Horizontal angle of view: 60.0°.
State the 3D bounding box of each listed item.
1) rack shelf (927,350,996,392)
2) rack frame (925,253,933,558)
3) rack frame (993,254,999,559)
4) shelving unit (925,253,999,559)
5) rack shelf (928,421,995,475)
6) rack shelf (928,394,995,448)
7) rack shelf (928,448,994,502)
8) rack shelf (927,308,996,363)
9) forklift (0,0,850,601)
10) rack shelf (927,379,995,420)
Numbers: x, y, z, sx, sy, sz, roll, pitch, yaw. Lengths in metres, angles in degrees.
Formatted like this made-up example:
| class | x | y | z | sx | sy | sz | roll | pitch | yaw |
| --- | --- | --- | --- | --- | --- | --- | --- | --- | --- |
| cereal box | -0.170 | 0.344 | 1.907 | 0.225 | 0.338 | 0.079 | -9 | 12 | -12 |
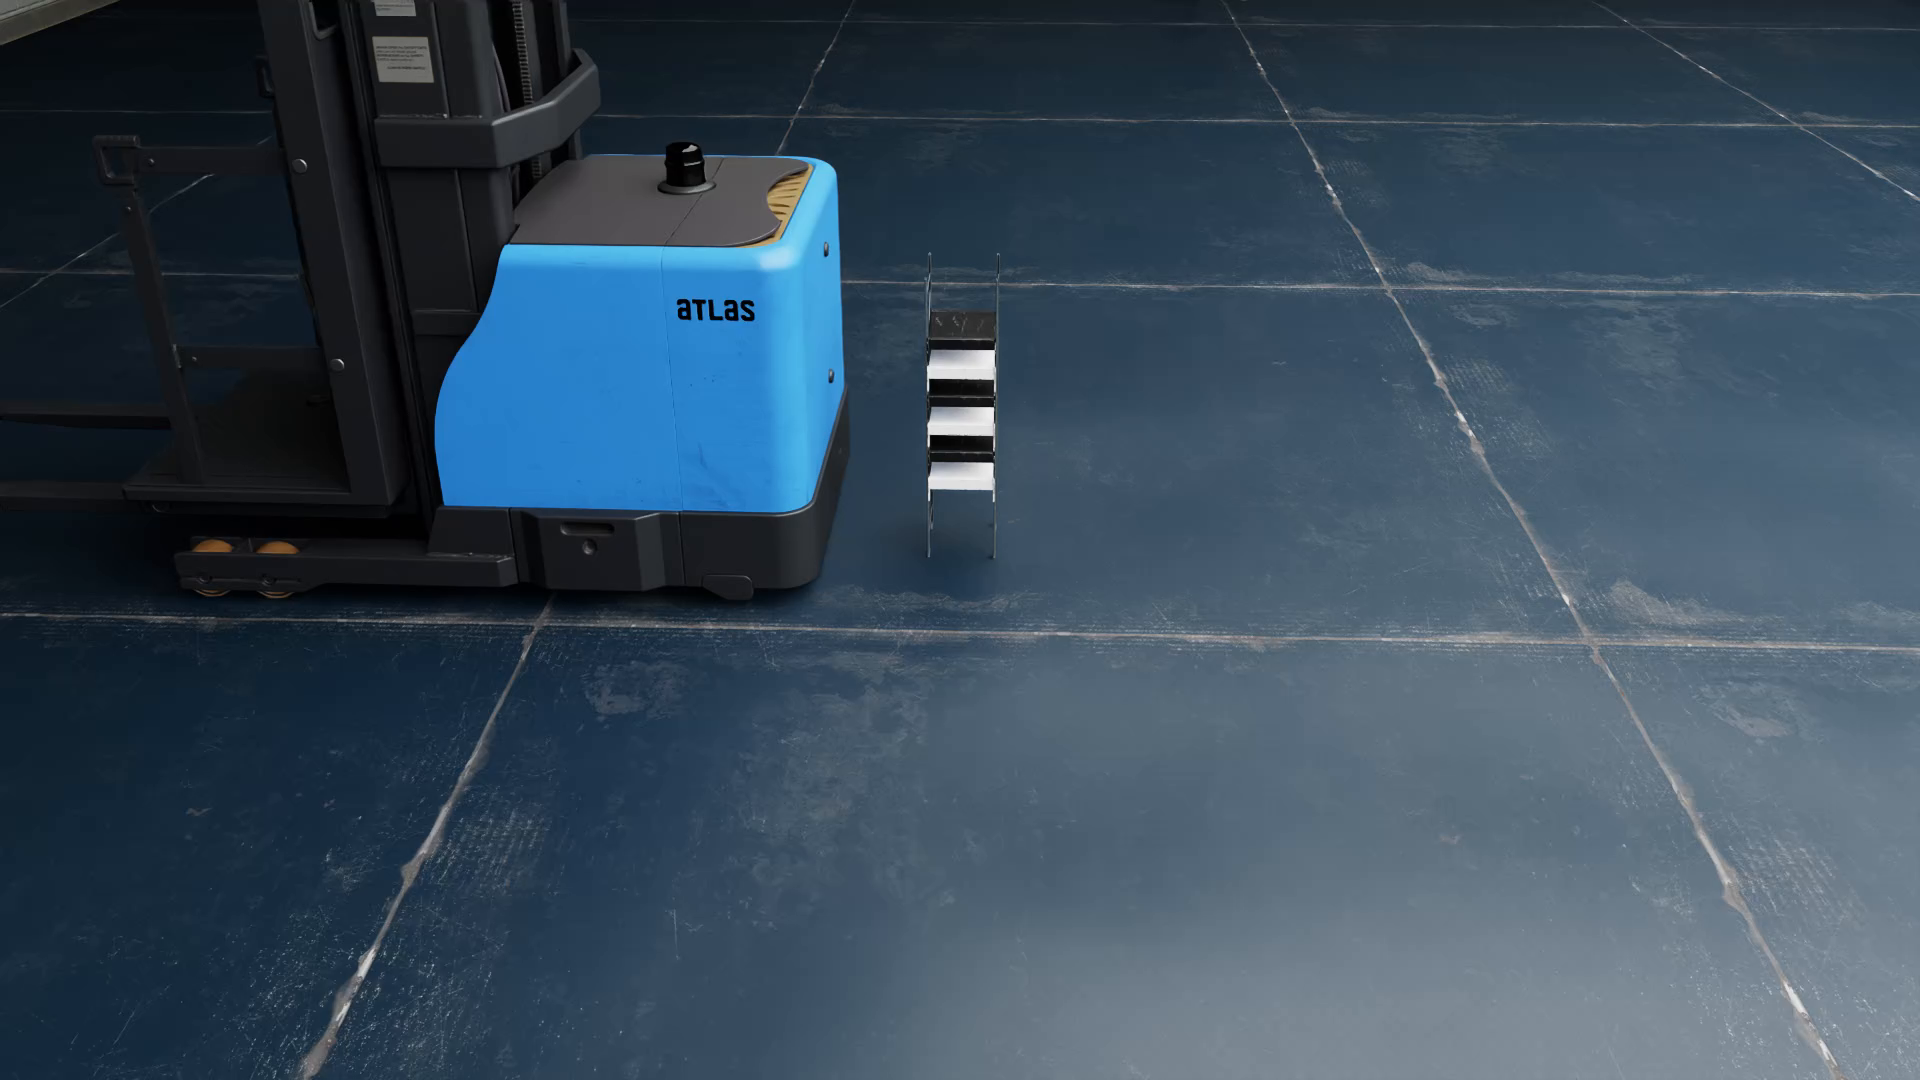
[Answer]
| class | x | y | z | sx | sy | sz | roll | pitch | yaw |
| --- | --- | --- | --- | --- | --- | --- | --- | --- | --- |
| rack shelf | 0.008 | -0.527 | 4.970 | 0.200 | 0.077 | 0.258 | 1 | 28 | 2 |
| rack frame | -0.093 | -0.399 | 5.042 | 0.006 | 0.900 | 0.240 | 1 | 28 | 2 |
| rack frame | 0.110 | -0.396 | 5.036 | 0.006 | 0.900 | 0.240 | 1 | 28 | 2 |
| shelving unit | 0.008 | -0.397 | 5.039 | 0.210 | 0.900 | 0.258 | 1 | 28 | 2 |
| rack shelf | 0.008 | -0.288 | 5.097 | 0.200 | 0.077 | 0.258 | 1 | 28 | 2 |
| rack shelf | 0.008 | -0.368 | 5.055 | 0.200 | 0.077 | 0.258 | 1 | 28 | 2 |
| rack shelf | 0.008 | -0.209 | 5.139 | 0.200 | 0.077 | 0.258 | 1 | 28 | 2 |
| rack shelf | 0.008 | -0.607 | 4.928 | 0.200 | 0.077 | 0.258 | 1 | 28 | 2 |
| forklift | -1.908 | -1.368 | 4.700 | 3.031 | 2.935 | 1.130 | 1 | 28 | 3 |
| rack shelf | 0.008 | -0.448 | 5.012 | 0.200 | 0.077 | 0.258 | 1 | 28 | 2 |
